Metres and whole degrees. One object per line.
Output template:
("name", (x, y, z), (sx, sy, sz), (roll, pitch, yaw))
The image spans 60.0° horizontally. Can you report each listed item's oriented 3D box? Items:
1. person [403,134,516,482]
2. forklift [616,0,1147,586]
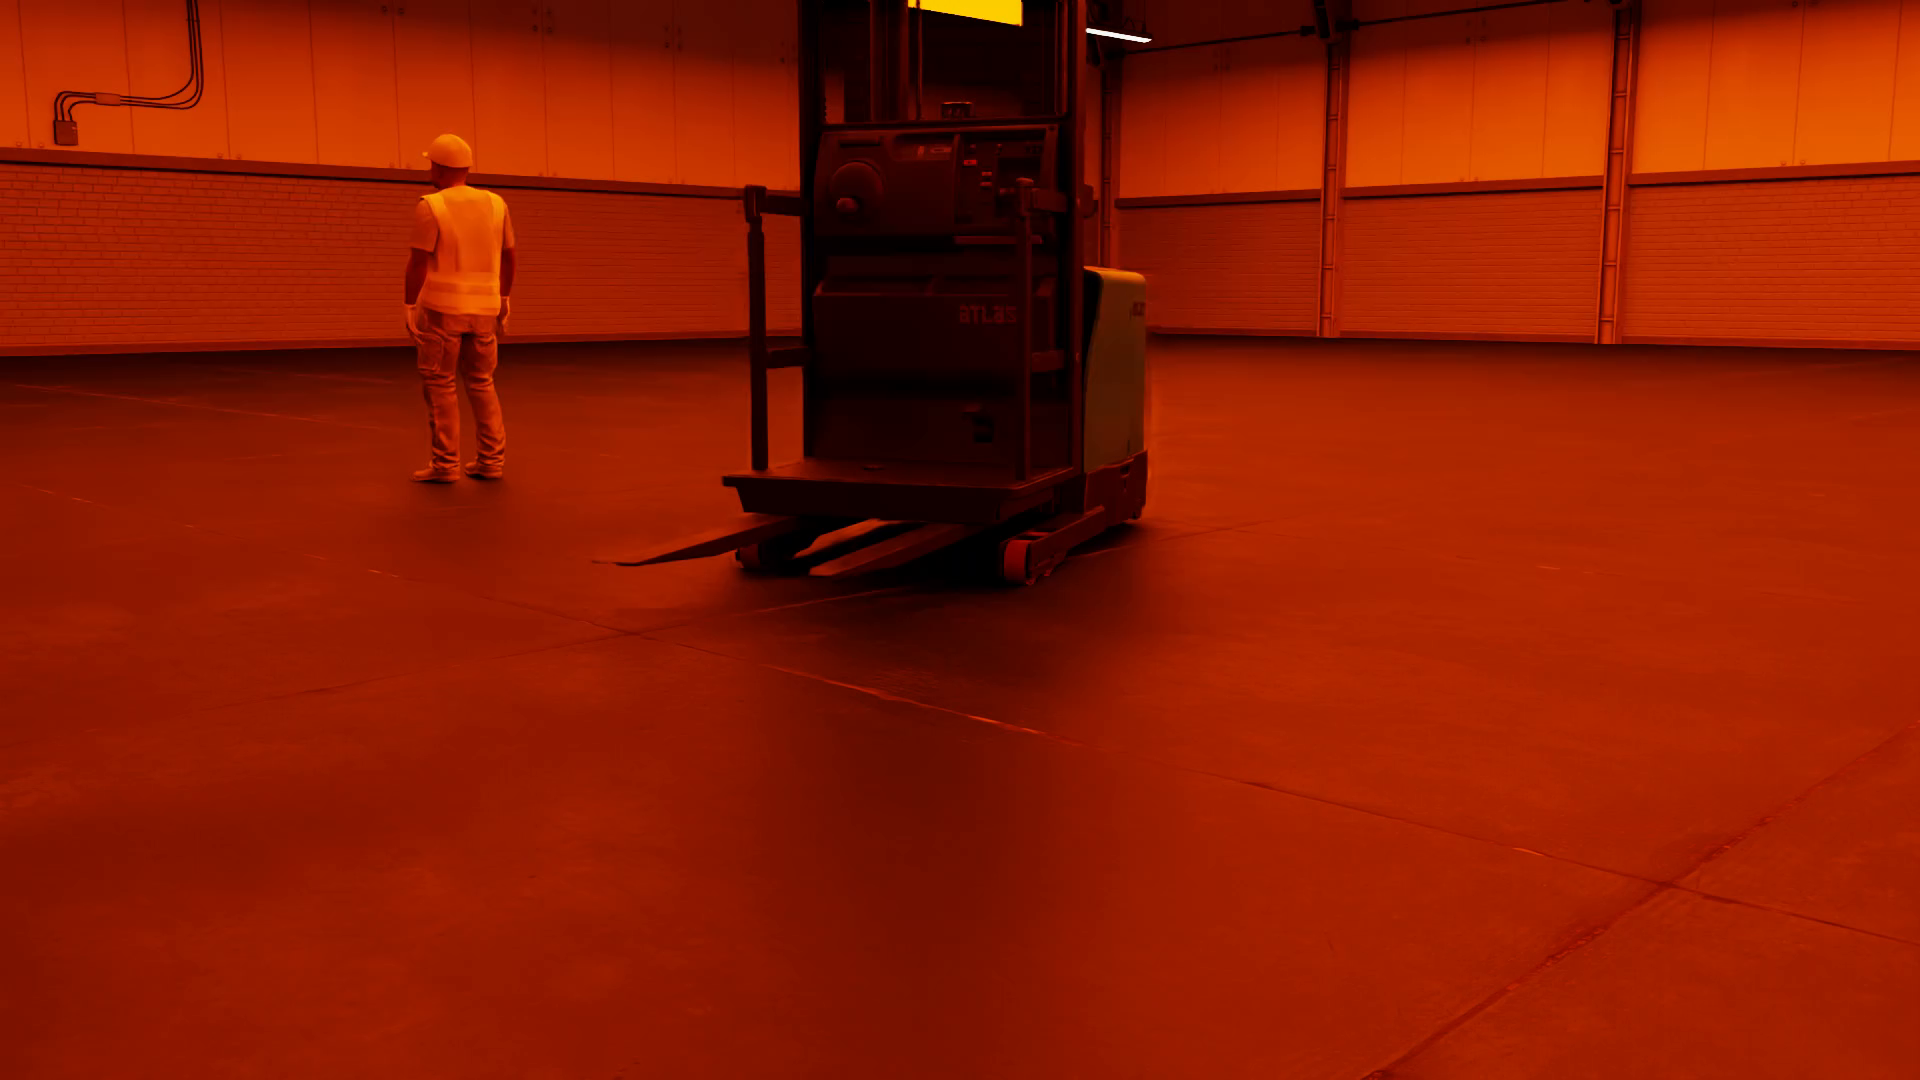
("person", (-2.640, -1.194, 8.684), (0.503, 1.795, 0.650), (7, 11, 40))
("forklift", (-0.164, -1.358, 5.893), (1.130, 2.935, 3.031), (3, 9, 20))
